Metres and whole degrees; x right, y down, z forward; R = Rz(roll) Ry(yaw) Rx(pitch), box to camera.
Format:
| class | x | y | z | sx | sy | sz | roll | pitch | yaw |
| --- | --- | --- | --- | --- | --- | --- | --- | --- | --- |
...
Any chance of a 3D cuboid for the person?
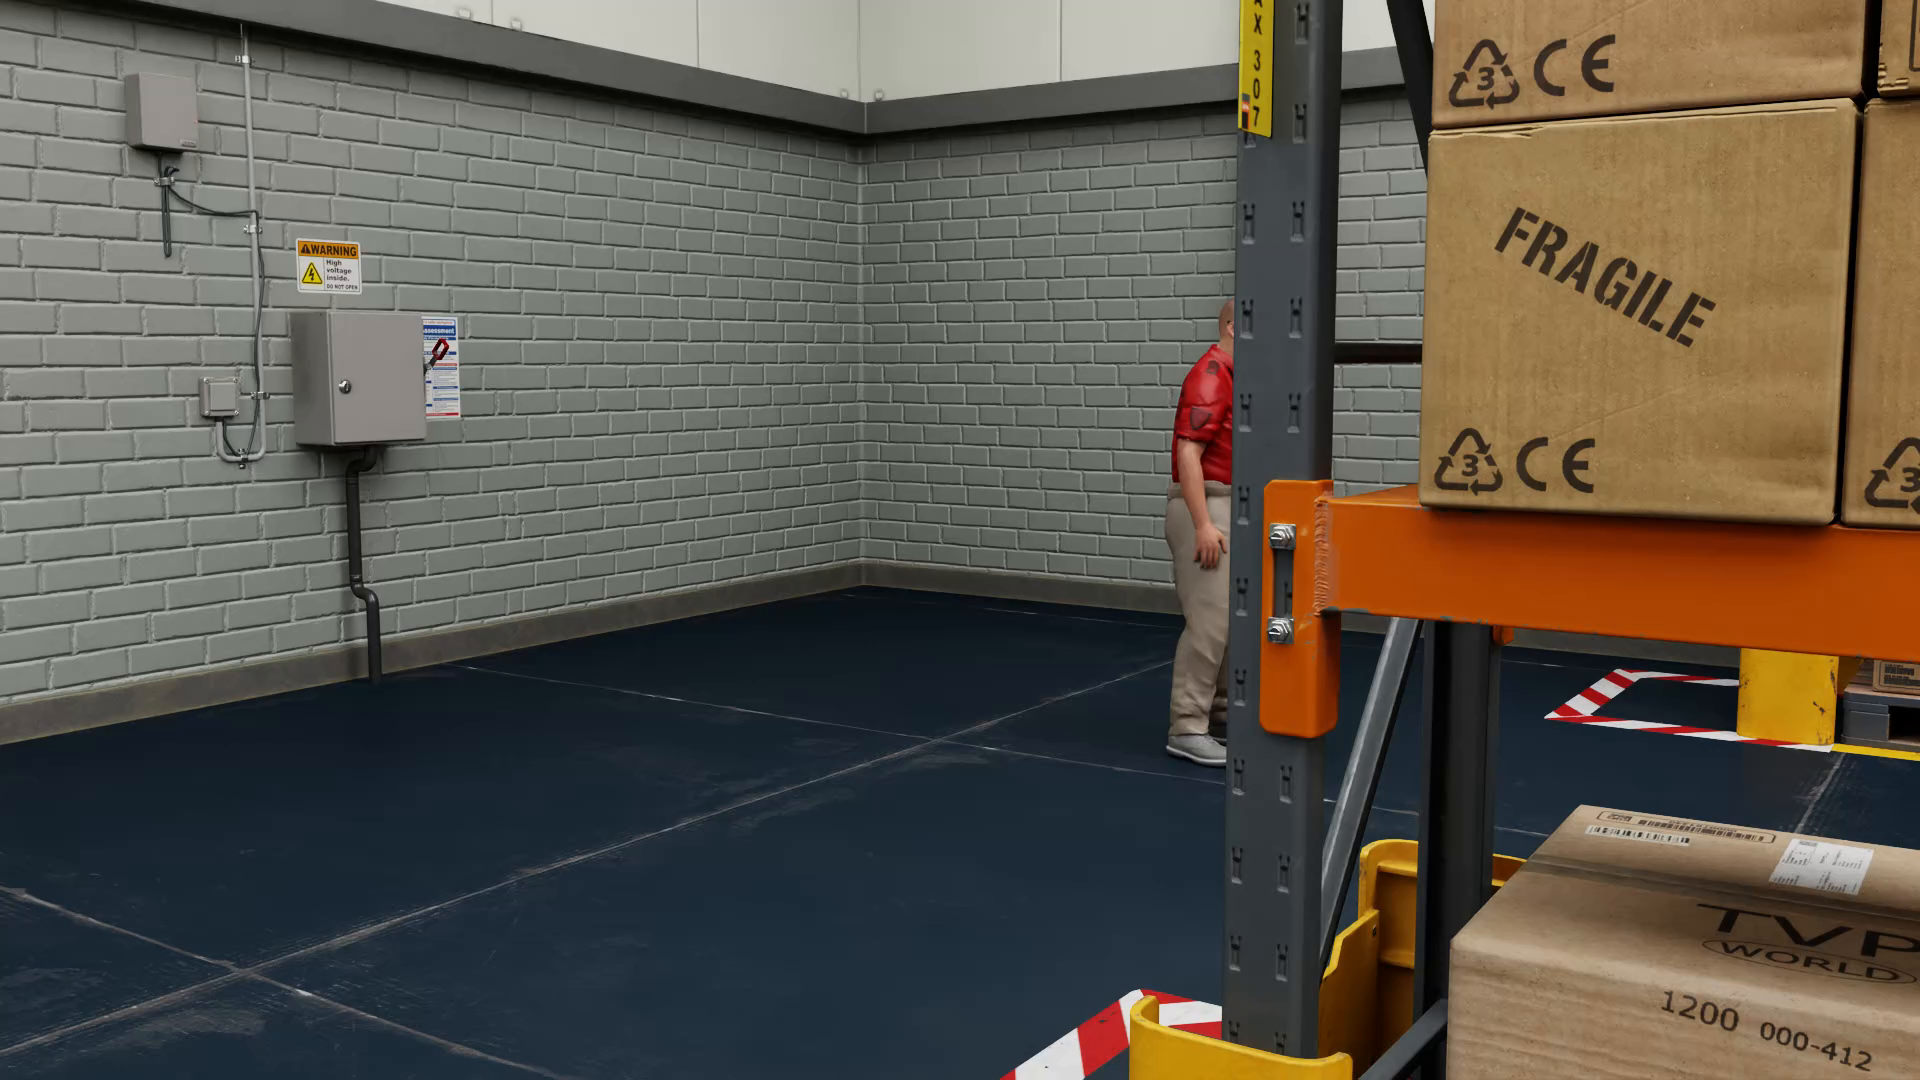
| class | x | y | z | sx | sy | sz | roll | pitch | yaw |
| --- | --- | --- | --- | --- | --- | --- | --- | --- | --- |
| person | 1.017 | -0.053 | 6.318 | 0.432 | 1.727 | 0.606 | 4 | 7 | 30 |
